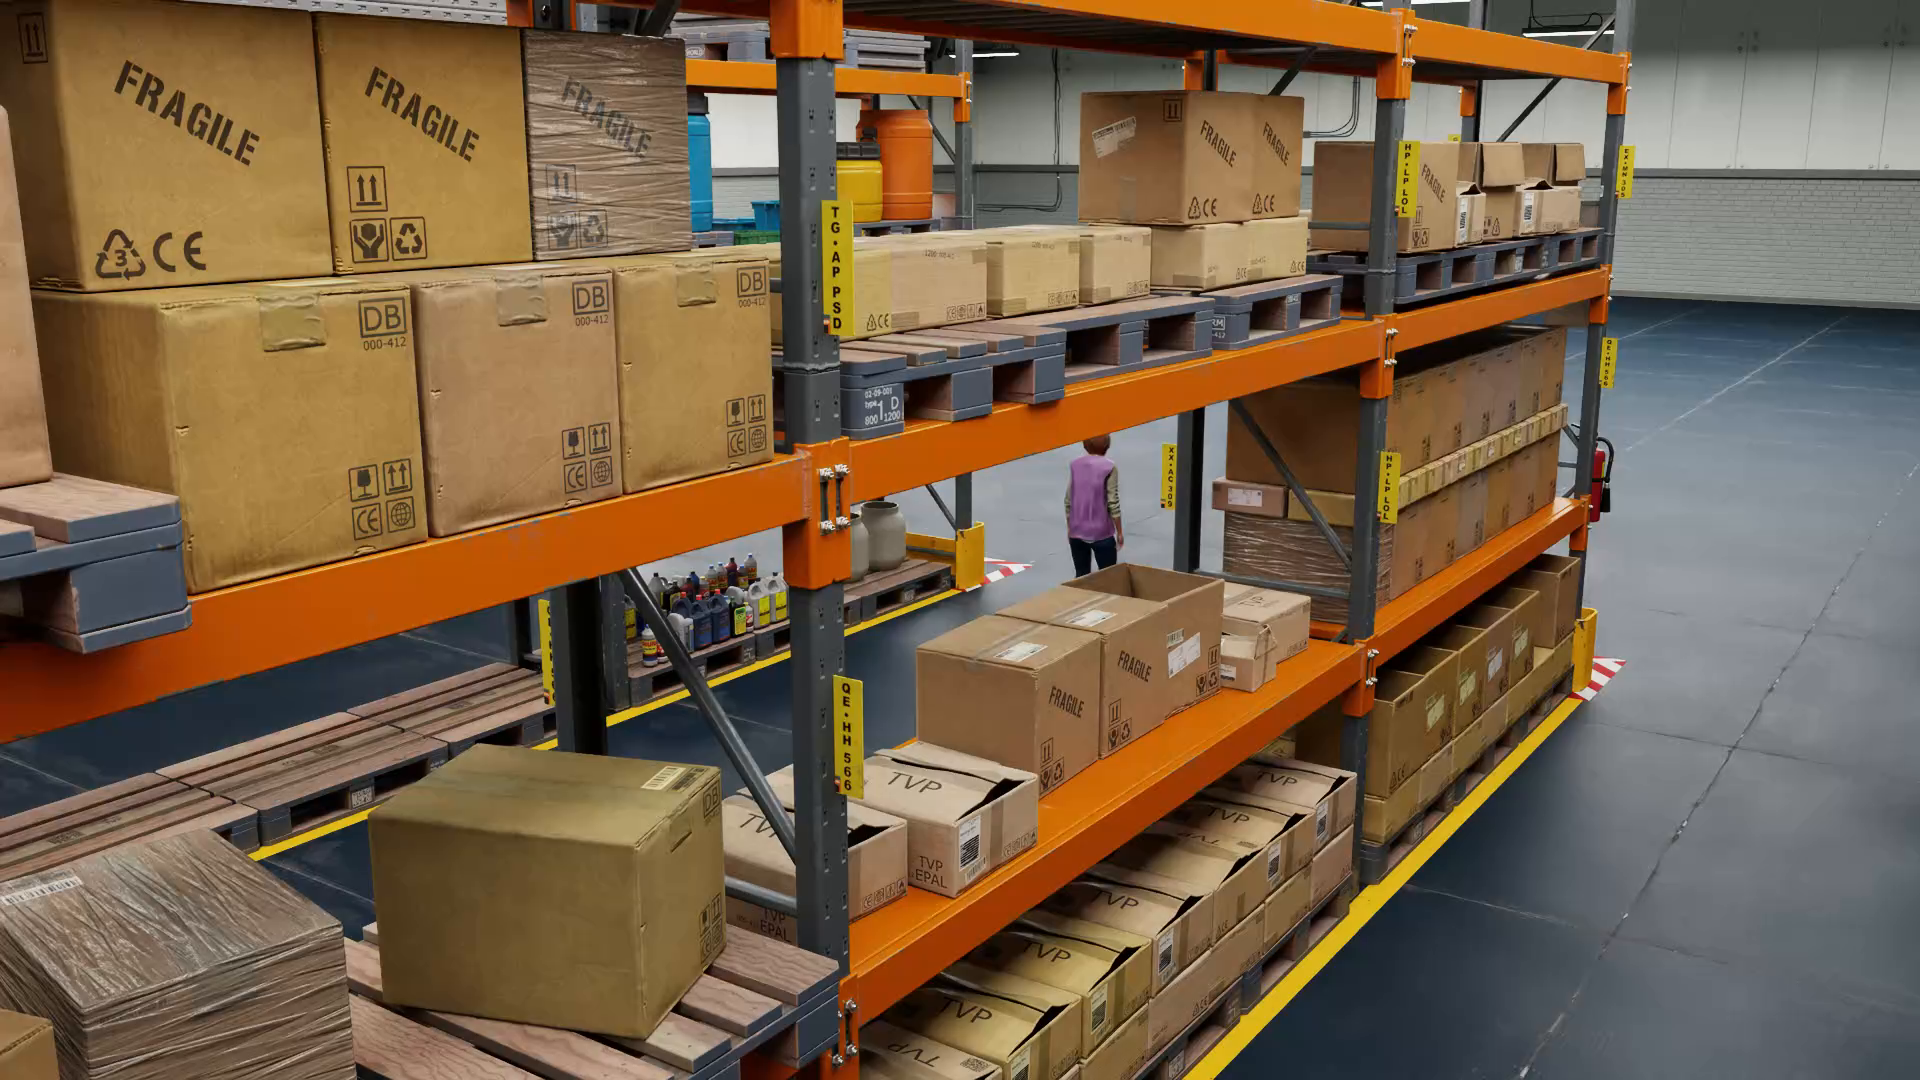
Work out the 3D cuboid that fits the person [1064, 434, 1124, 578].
[{"bbox_3d":[0.981,-0.040,12.177,0.467,1.593,0.350,9,16,32],"label":"person"}]
